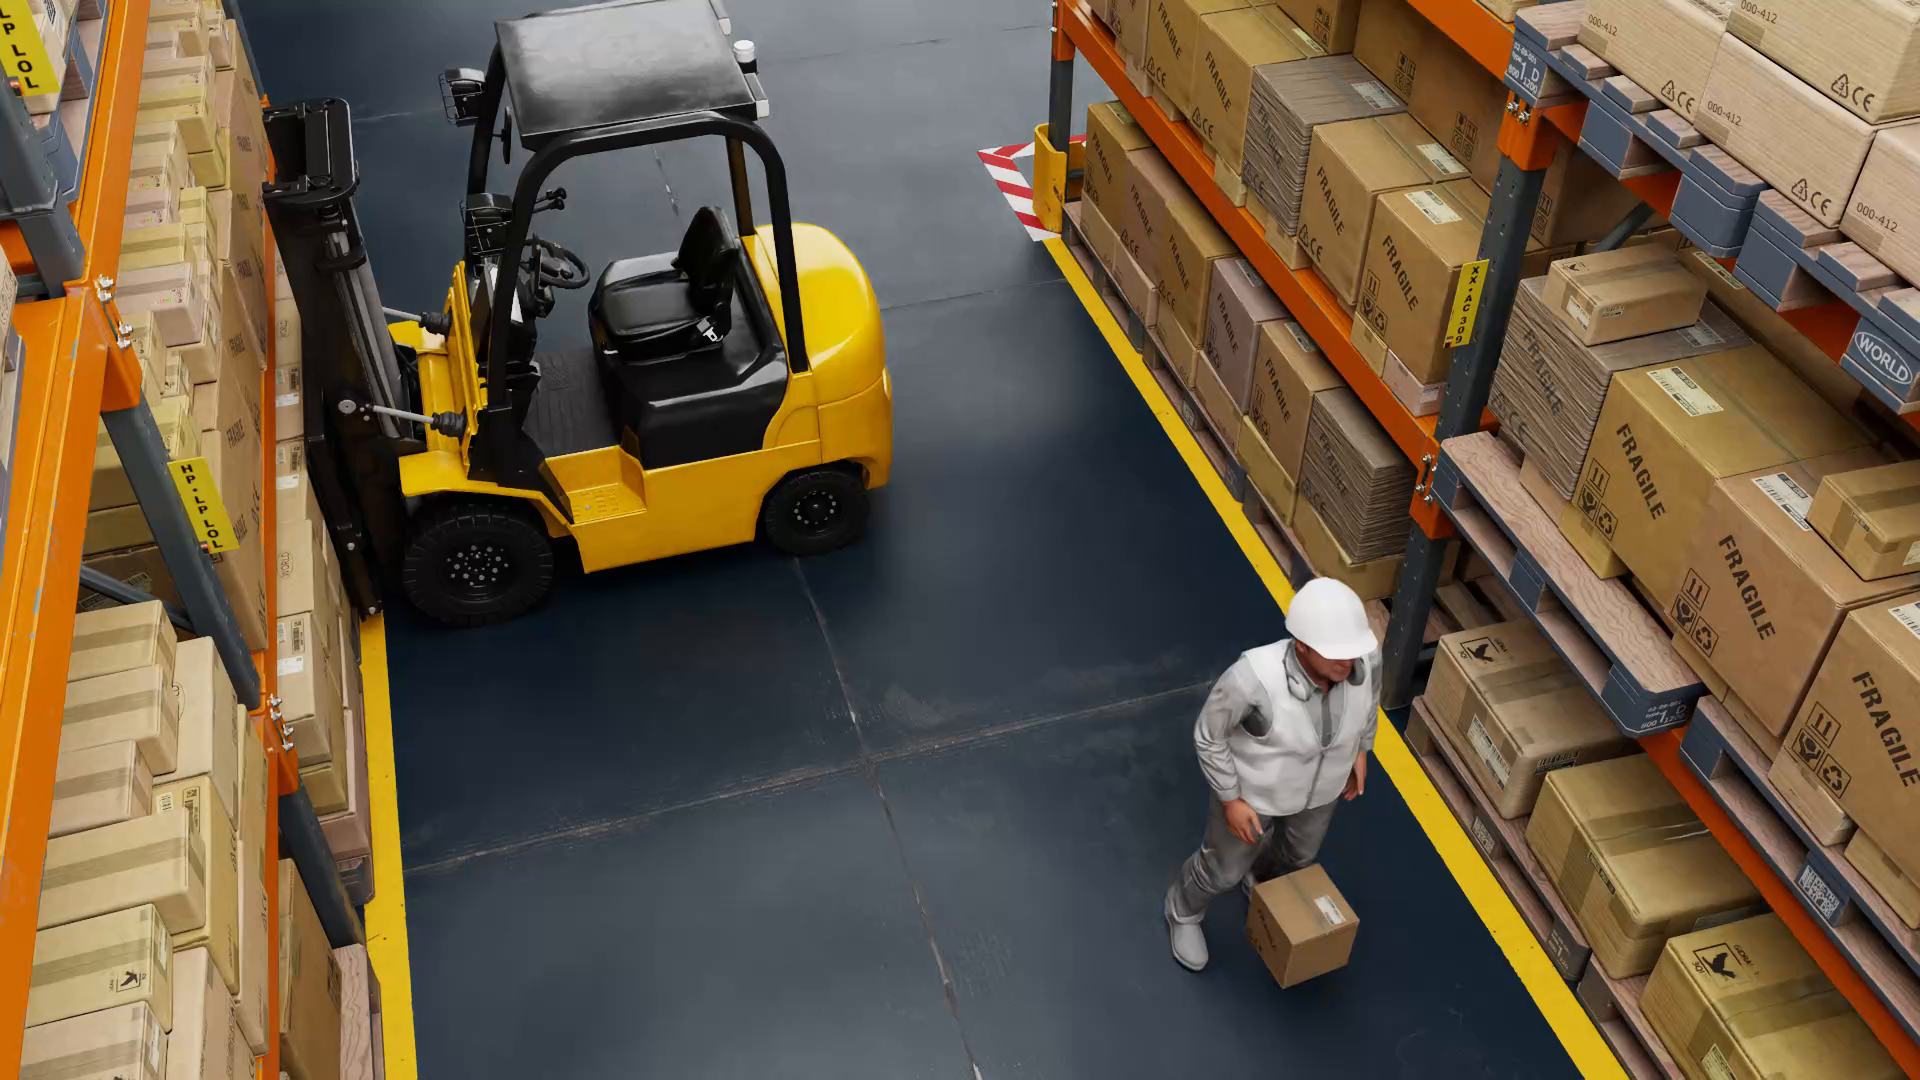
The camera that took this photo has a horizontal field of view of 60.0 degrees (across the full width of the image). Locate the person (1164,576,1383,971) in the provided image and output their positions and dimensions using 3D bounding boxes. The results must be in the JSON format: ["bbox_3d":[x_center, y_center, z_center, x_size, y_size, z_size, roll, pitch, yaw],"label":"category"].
[{"bbox_3d":[1.027,0.749,5.318,0.654,1.755,0.483,-13,43,-14],"label":"person"}]
